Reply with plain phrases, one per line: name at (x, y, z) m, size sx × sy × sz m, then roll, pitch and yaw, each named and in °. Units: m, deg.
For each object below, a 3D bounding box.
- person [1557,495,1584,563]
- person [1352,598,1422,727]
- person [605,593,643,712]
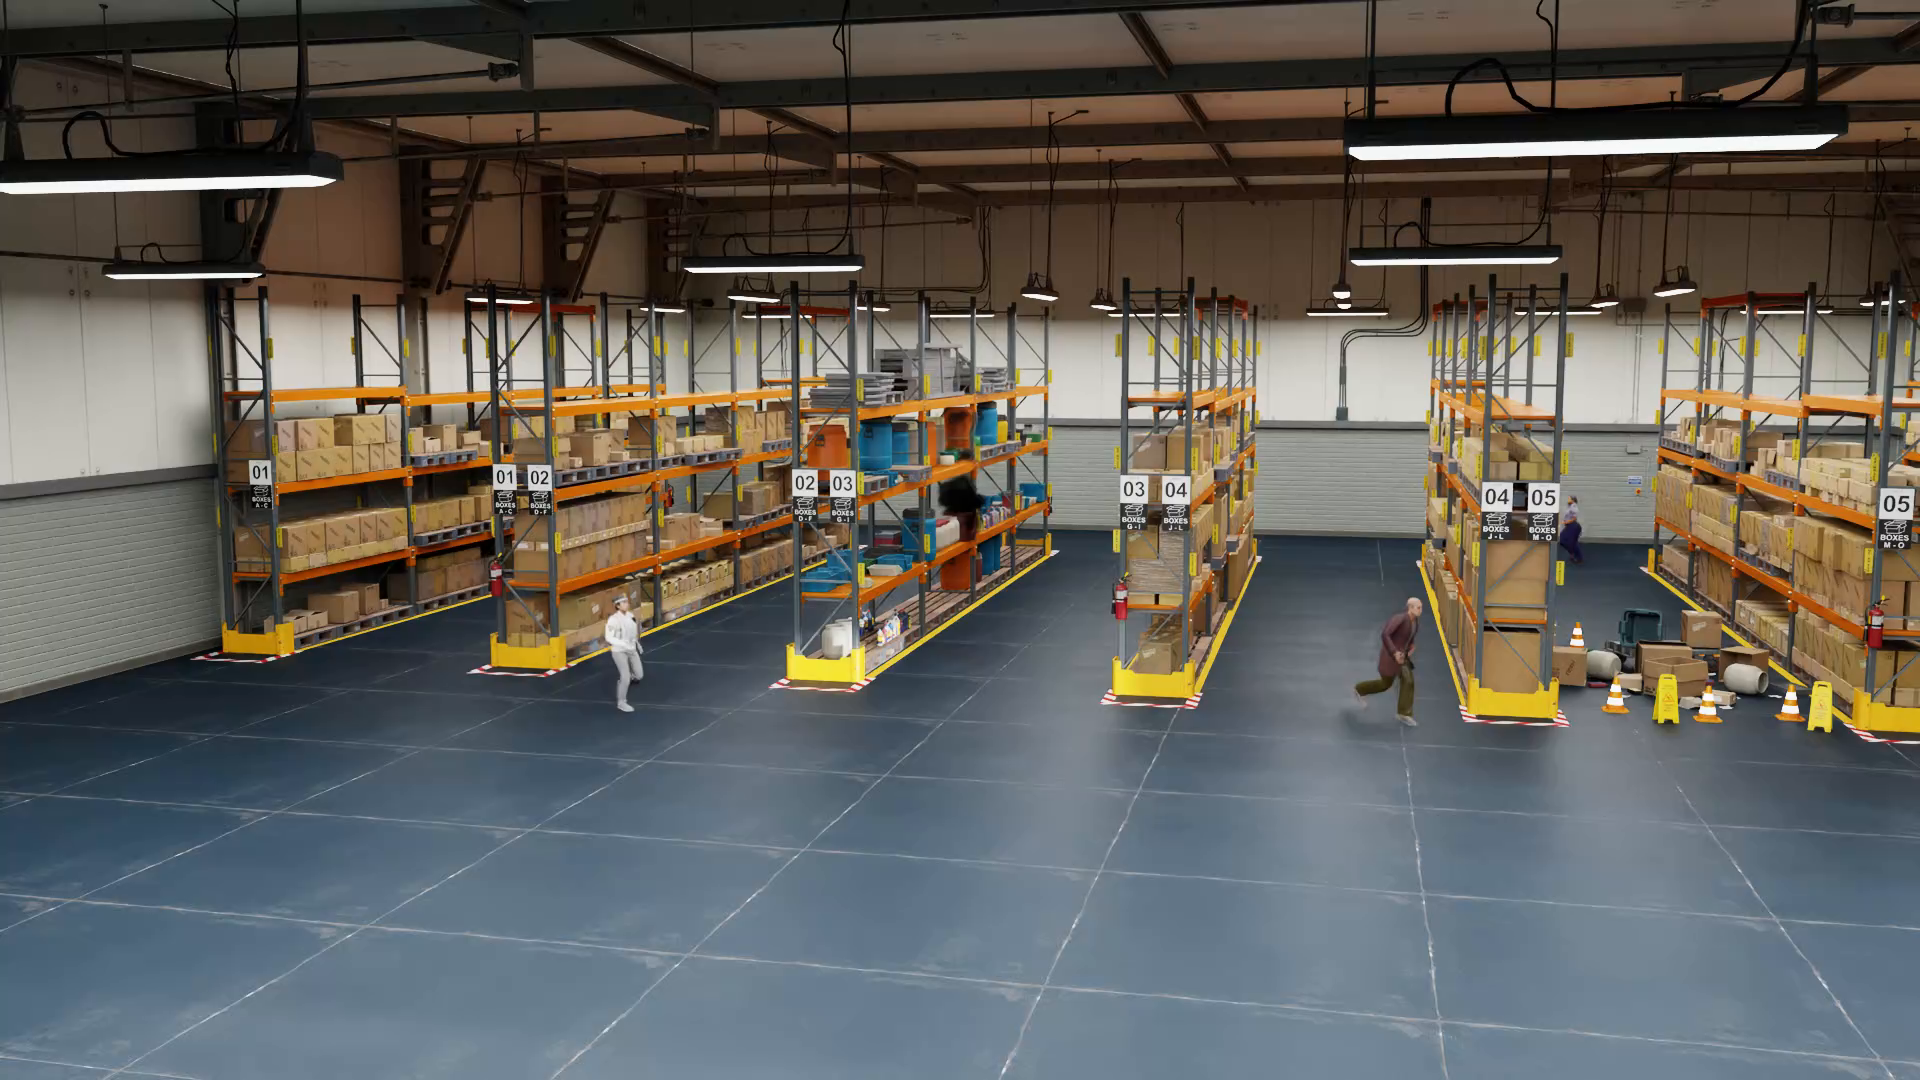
person at (14.267, -0.259, 38.890) m, size 0.653 × 1.588 × 0.586 m, roll 0°, pitch 7°, yaw 3°
person at (5.786, 1.603, 22.457) m, size 1.044 × 1.737 × 0.733 m, roll 6°, pitch 9°, yaw 40°
person at (-4.621, 1.555, 23.034) m, size 0.516 × 1.646 × 0.611 m, roll 5°, pitch 8°, yaw 37°
